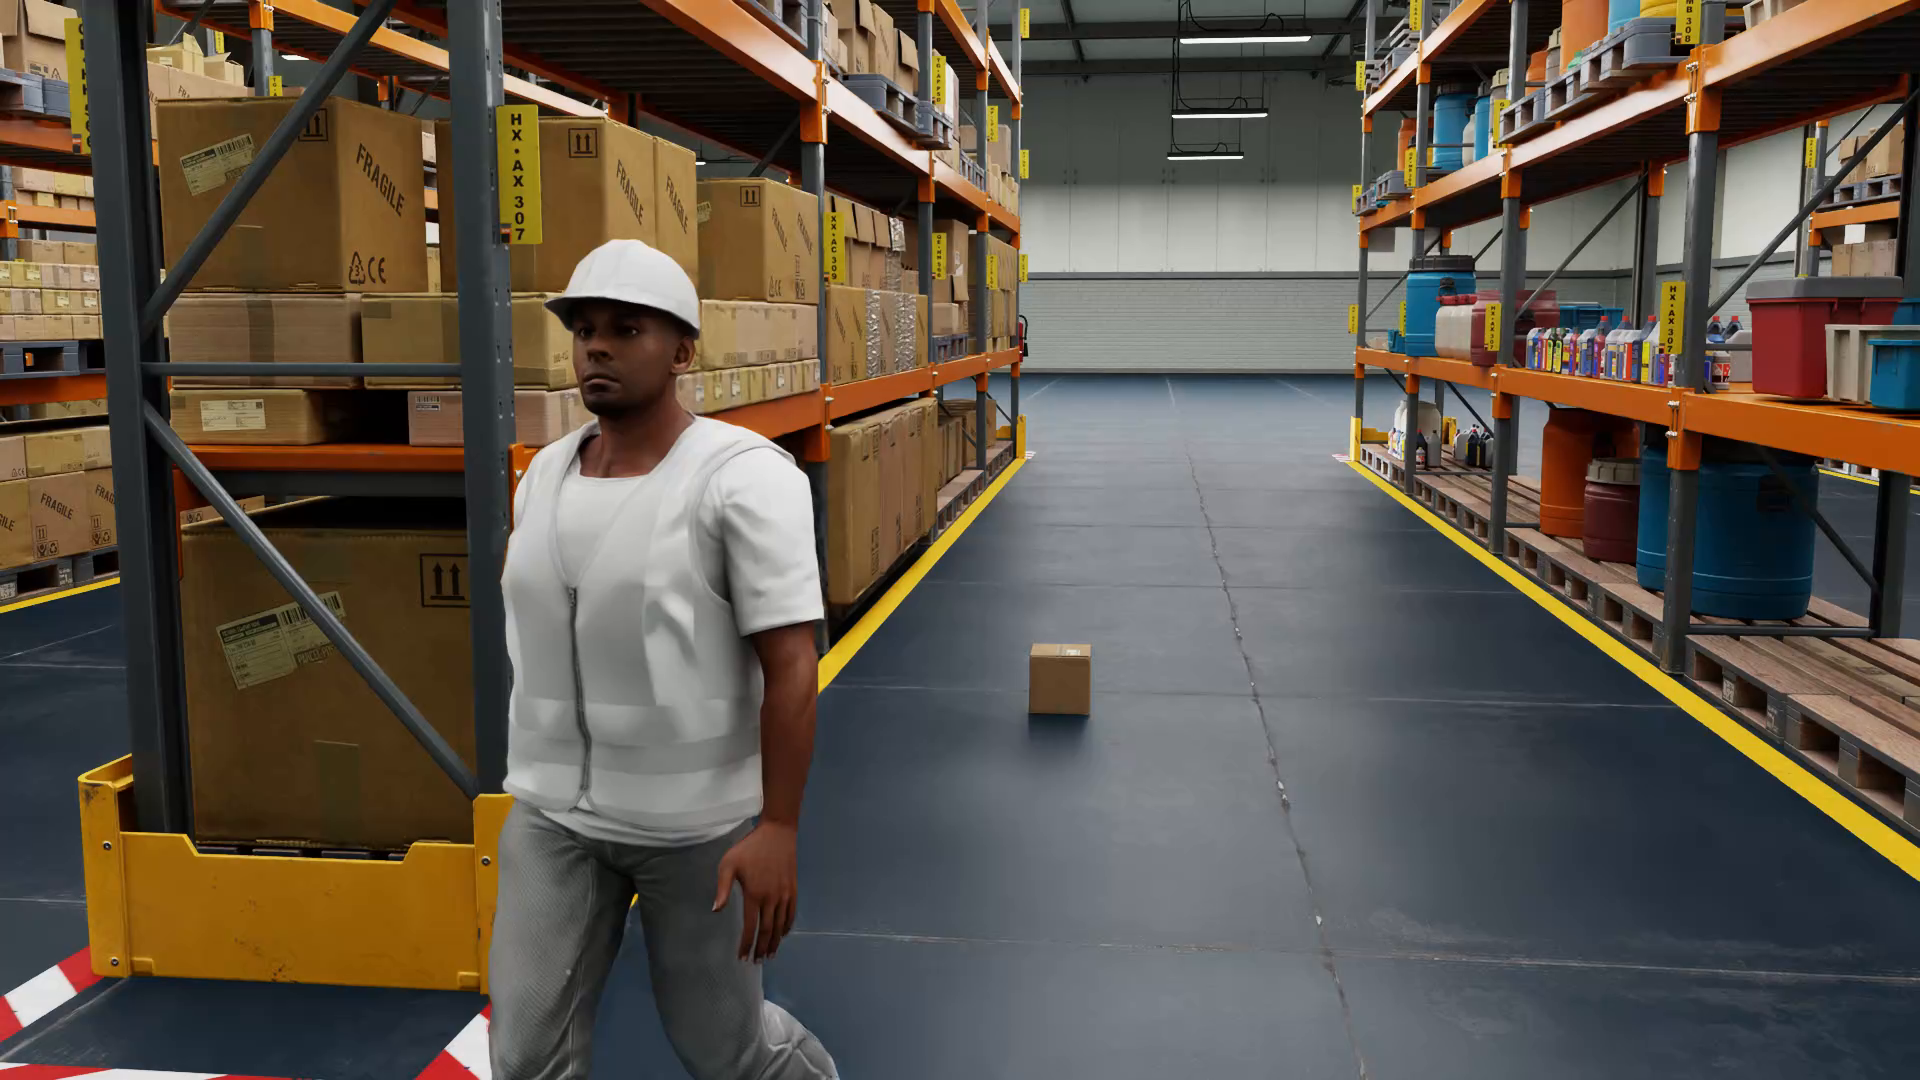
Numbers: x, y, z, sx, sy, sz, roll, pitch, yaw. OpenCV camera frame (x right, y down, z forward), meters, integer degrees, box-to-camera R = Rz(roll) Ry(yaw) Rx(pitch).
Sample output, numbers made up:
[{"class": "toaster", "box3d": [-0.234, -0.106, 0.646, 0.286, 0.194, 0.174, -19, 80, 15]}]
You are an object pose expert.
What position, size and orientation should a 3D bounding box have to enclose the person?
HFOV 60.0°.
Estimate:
[{"class": "person", "box3d": [-0.468, 0.409, 2.606, 0.587, 1.736, 0.959, 3, 8, 20]}]
